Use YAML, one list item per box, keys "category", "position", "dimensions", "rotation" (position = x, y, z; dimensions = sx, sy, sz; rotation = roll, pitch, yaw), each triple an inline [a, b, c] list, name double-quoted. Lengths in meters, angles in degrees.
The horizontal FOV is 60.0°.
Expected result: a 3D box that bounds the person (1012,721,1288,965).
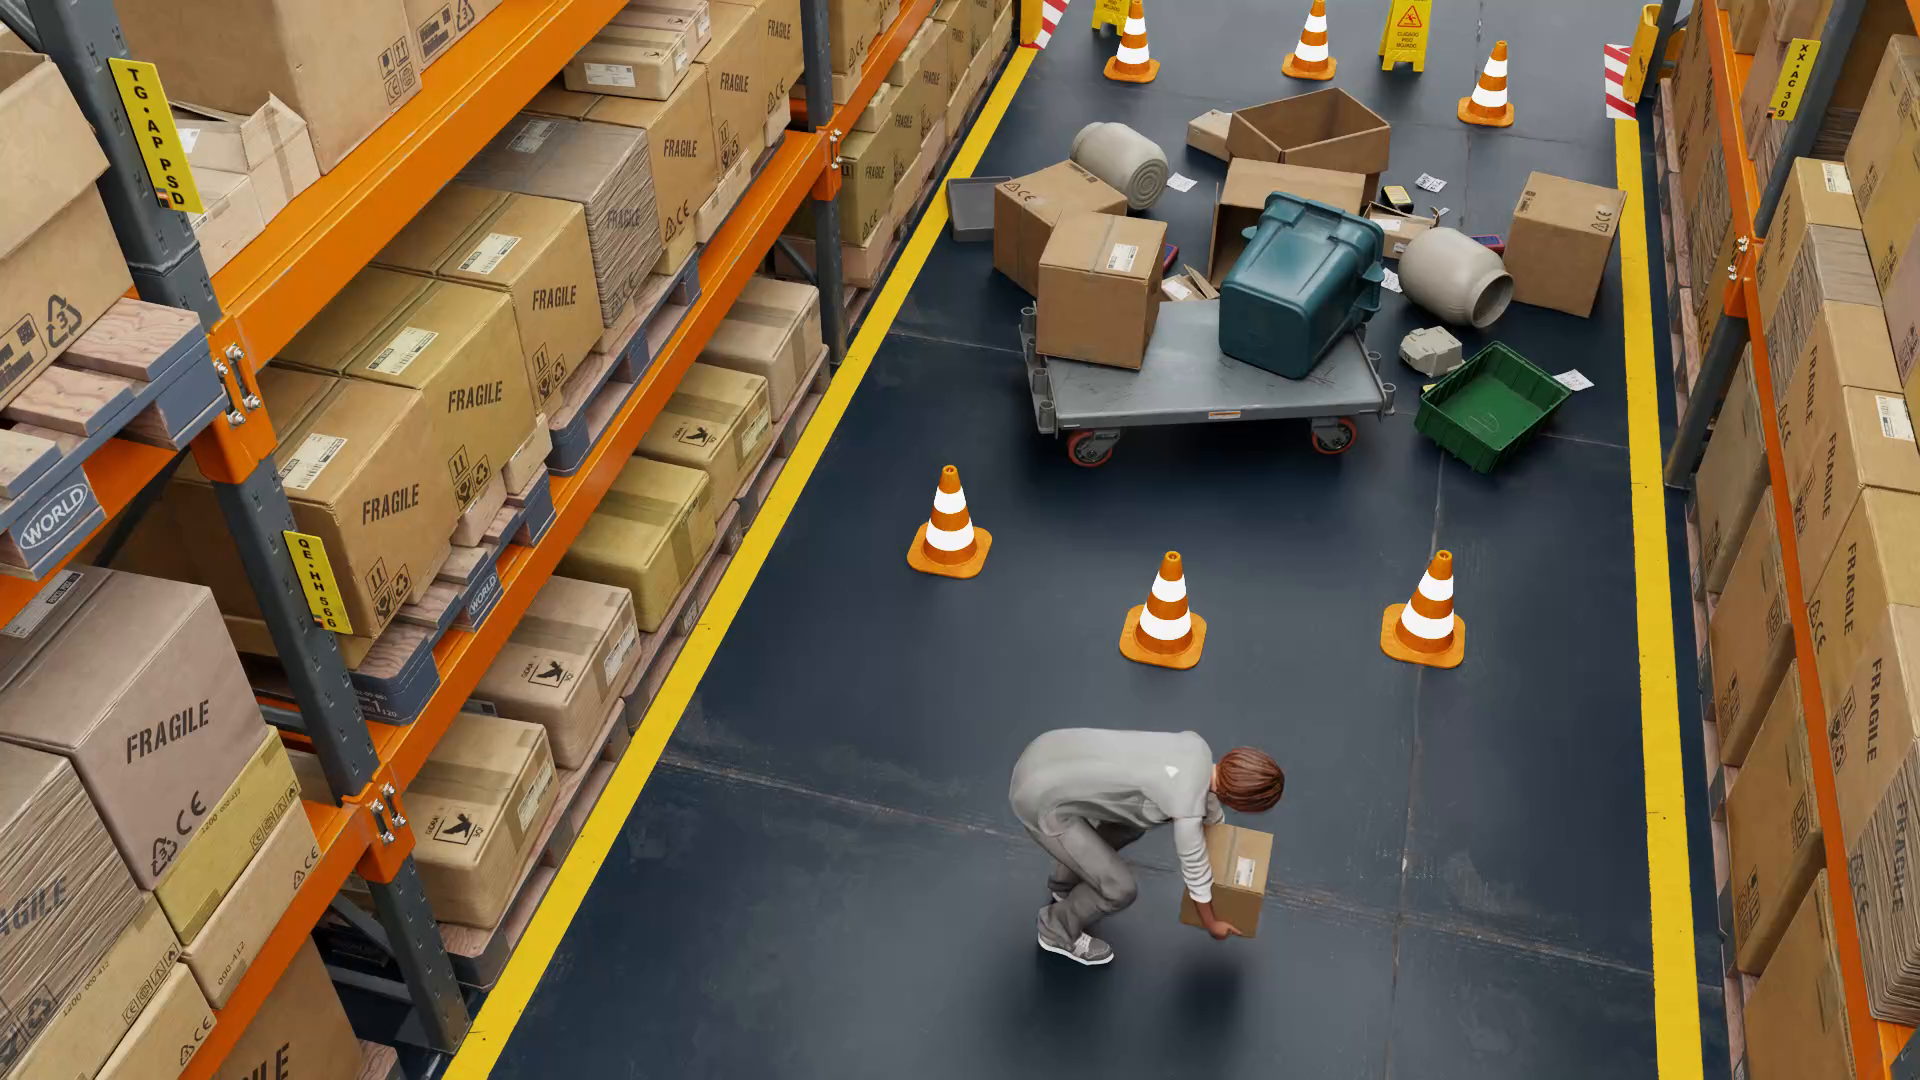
- category: "person"
  position: [0.592, 0.984, 5.466]
  dimensions: [0.853, 1.058, 0.412]
  rotation: [8, 42, 9]
